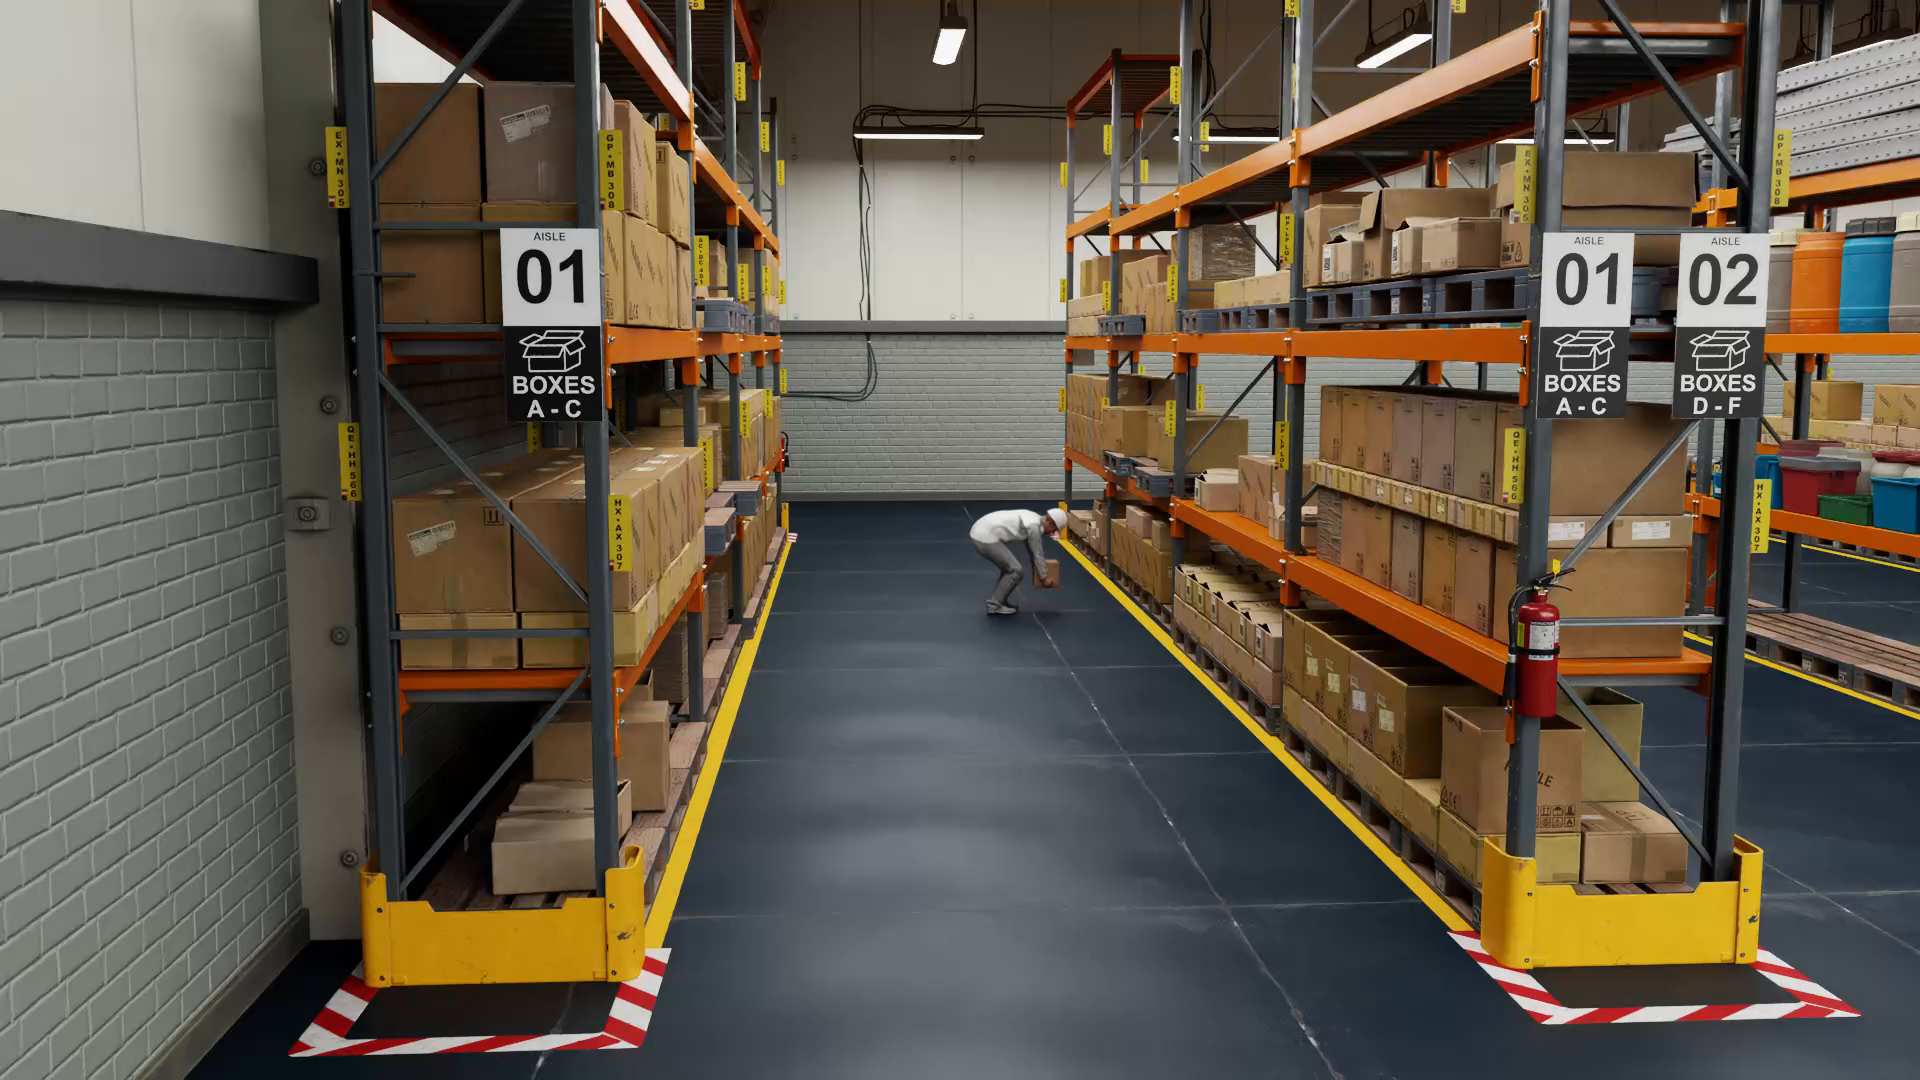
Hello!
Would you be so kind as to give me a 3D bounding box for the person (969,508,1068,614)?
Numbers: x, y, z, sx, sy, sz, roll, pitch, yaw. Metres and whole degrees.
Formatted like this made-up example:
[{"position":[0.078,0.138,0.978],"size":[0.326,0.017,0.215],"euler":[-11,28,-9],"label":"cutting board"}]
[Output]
[{"position":[0.601,0.209,16.921],"size":[0.997,1.053,0.495],"euler":[-1,7,-7],"label":"person"}]
